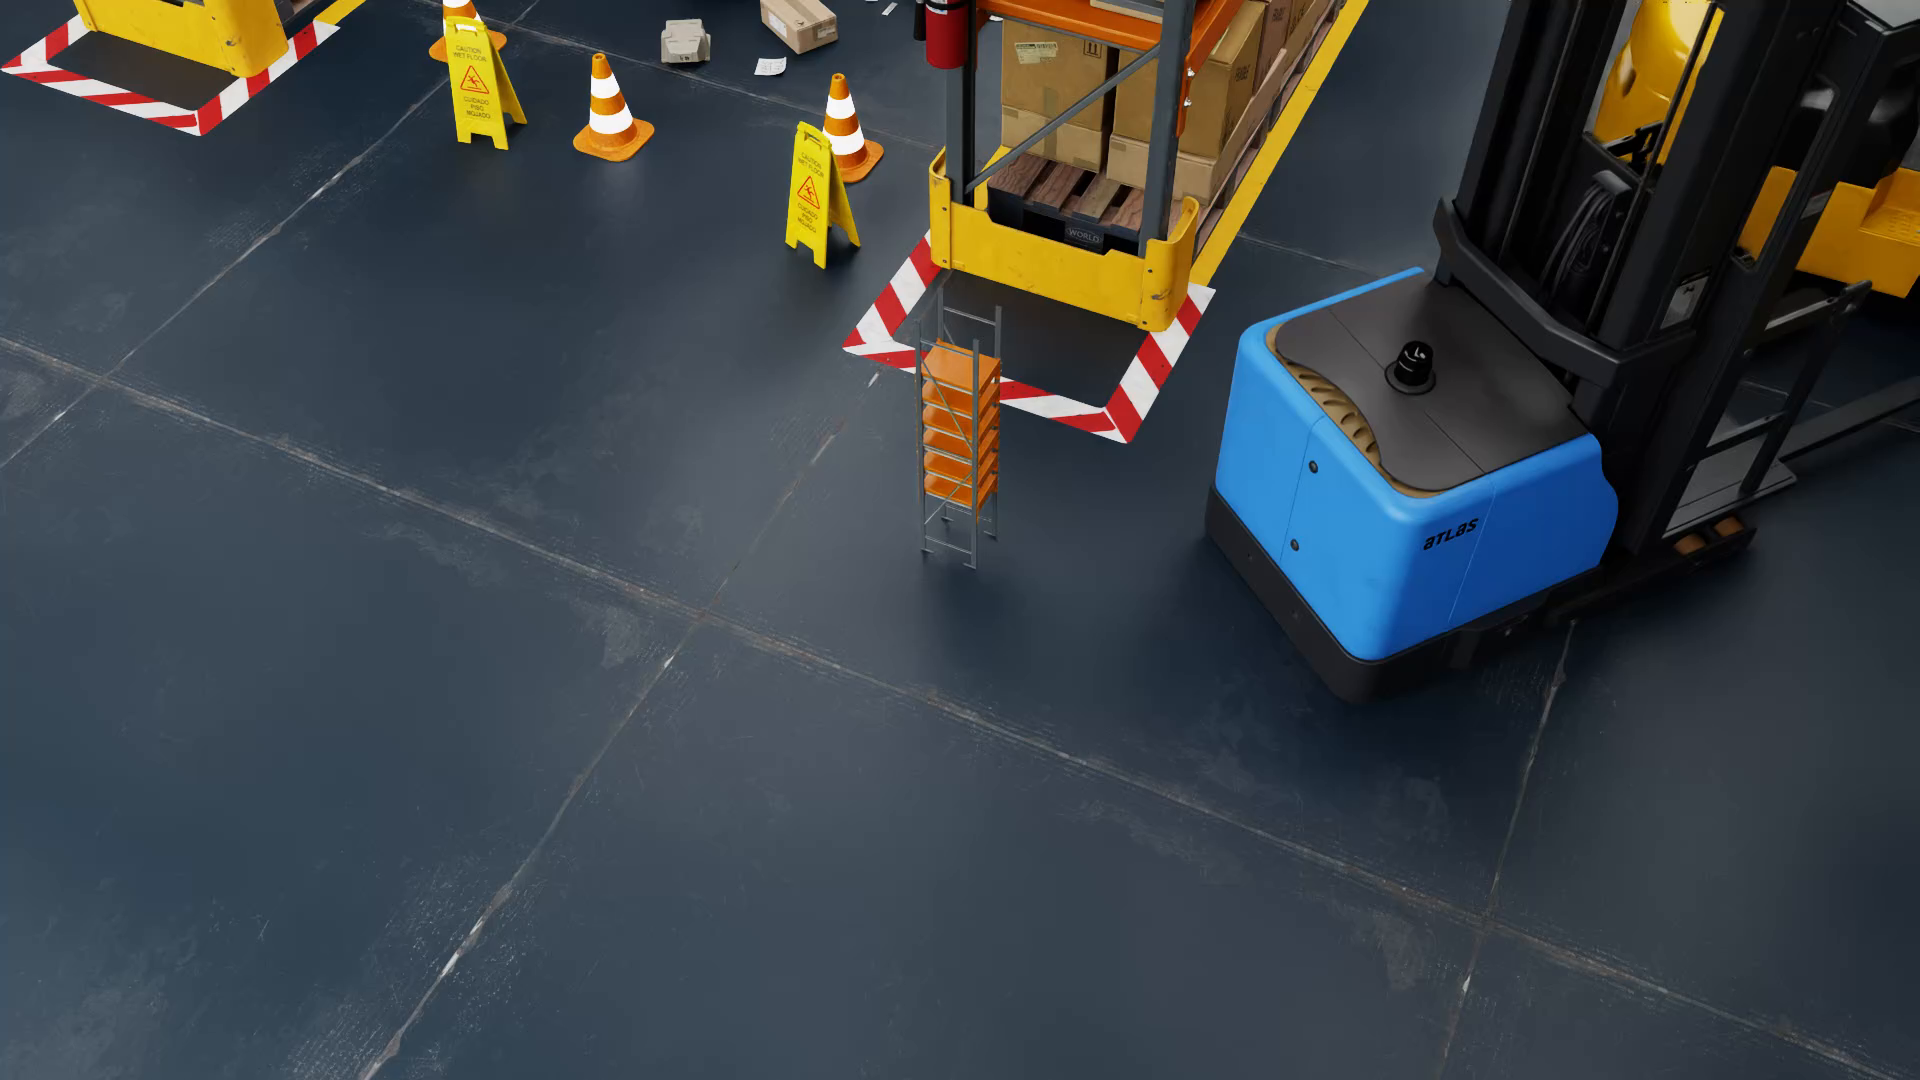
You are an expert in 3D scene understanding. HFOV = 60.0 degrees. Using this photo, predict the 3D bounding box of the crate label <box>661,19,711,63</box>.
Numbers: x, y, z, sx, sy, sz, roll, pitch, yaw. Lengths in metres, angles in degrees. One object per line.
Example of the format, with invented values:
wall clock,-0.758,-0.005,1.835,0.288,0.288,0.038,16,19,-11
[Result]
crate label,-1.439,-2.606,8.692,0.250,0.136,0.298,-4,50,-3

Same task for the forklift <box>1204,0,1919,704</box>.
forklift,2.511,-1.157,5.625,3.031,2.935,1.130,-21,53,-17

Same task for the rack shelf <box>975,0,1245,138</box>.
rack shelf,1.267,-3.273,7.853,1.077,0.370,4.000,20,52,16

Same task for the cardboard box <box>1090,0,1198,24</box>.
cardboard box,0.745,-2.214,6.644,0.380,0.149,0.250,20,52,16

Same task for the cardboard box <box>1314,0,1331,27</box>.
cardboard box,1.672,-2.915,8.606,0.500,0.250,0.500,21,53,17

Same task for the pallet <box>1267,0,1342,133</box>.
pallet,1.347,-2.663,8.692,1.003,0.211,1.213,20,52,16

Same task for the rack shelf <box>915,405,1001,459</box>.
rack shelf,-0.006,-0.428,6.042,0.258,0.103,0.180,20,52,16

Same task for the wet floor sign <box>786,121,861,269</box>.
wet floor sign,-0.636,-1.583,7.489,0.232,0.644,0.267,-37,59,-27

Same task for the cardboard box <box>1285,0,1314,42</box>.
cardboard box,1.458,-2.803,8.018,0.500,0.500,0.500,21,53,17

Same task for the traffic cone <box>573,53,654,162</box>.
traffic cone,-1.719,-2.150,8.090,0.336,0.463,0.334,20,52,16

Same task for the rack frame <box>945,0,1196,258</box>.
rack frame,0.413,-2.129,6.407,1.000,3.000,0.127,20,52,16

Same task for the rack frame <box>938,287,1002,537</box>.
rack frame,0.033,-0.442,6.153,0.240,1.200,0.006,20,52,16

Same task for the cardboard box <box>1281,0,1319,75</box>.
cardboard box,1.454,-2.568,8.311,0.500,0.250,0.500,23,53,18

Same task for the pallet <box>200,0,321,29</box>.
pallet,-3.835,-3.342,9.271,1.003,0.211,1.213,20,52,16

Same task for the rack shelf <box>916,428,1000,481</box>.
rack shelf,-0.006,-0.350,6.134,0.258,0.103,0.180,20,52,16

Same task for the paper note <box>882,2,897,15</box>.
paper note,-0.380,-2.877,9.007,0.032,0.001,0.123,20,52,16

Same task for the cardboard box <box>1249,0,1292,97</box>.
cardboard box,1.236,-2.460,7.726,0.500,0.500,0.500,18,52,15

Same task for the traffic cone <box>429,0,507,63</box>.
traffic cone,-2.595,-2.751,8.603,0.336,0.463,0.334,20,52,16

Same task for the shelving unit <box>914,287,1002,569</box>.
shelving unit,-0.006,-0.379,6.100,0.258,1.200,0.189,20,52,16

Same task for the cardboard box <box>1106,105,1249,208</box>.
cardboard box,1.007,-1.839,7.690,0.500,0.250,0.500,19,52,16

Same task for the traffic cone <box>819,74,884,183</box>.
traffic cone,-0.570,-2.023,7.982,0.336,0.463,0.334,20,52,16

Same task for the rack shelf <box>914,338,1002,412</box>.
rack shelf,-0.006,-0.583,5.859,0.258,0.103,0.180,20,52,16

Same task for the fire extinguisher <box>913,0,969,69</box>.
fire extinguisher,-0.053,-2.175,6.497,0.296,0.674,0.183,20,52,16

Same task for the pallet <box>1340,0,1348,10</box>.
pallet,1.867,-3.506,9.410,1.003,0.211,1.213,20,52,16

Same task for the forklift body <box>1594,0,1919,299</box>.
forklift body,4.063,-2.141,6.974,2.313,2.155,1.214,20,52,16

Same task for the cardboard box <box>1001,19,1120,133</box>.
cardboard box,0.519,-2.253,7.550,0.500,0.500,0.500,20,53,16

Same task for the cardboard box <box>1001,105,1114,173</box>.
cardboard box,0.525,-2.035,7.857,0.500,0.250,0.500,20,52,16

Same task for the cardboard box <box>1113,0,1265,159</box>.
cardboard box,1.017,-2.099,7.419,0.500,0.500,0.500,18,52,15

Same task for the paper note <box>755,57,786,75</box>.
paper note,-0.983,-2.465,8.643,0.148,0.019,0.142,4,50,3

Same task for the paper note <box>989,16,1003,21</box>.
paper note,0.203,-2.852,8.971,0.142,0.019,0.148,4,50,3

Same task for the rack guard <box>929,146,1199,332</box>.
rack guard,0.445,-1.371,7.404,1.175,0.500,0.348,20,52,16

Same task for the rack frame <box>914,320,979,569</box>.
rack frame,-0.045,-0.316,6.046,0.240,1.200,0.006,20,52,16

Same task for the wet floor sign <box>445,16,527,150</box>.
wet floor sign,-2.328,-2.243,8.050,0.267,0.644,0.232,12,51,10

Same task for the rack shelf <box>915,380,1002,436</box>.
rack shelf,-0.006,-0.506,5.951,0.258,0.103,0.180,20,52,16

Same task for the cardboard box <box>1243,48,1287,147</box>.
cardboard box,1.232,-2.188,7.987,0.500,0.250,0.500,22,53,17

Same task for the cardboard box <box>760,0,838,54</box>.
cardboard box,-0.854,-2.764,8.820,0.250,0.149,0.380,-28,55,-22

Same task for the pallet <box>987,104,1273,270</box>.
pallet,0.824,-1.826,7.980,1.003,0.211,1.213,20,52,16

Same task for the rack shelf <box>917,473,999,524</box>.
rack shelf,-0.006,-0.195,6.316,0.258,0.103,0.180,20,52,16

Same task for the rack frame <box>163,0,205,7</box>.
rack frame,-4.106,-3.670,7.718,1.000,3.000,0.127,20,52,16

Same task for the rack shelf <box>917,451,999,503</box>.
rack shelf,-0.006,-0.272,6.225,0.258,0.103,0.180,20,52,16

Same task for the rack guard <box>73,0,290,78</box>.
rack guard,-4.116,-2.843,8.656,1.175,0.500,0.348,20,52,16
